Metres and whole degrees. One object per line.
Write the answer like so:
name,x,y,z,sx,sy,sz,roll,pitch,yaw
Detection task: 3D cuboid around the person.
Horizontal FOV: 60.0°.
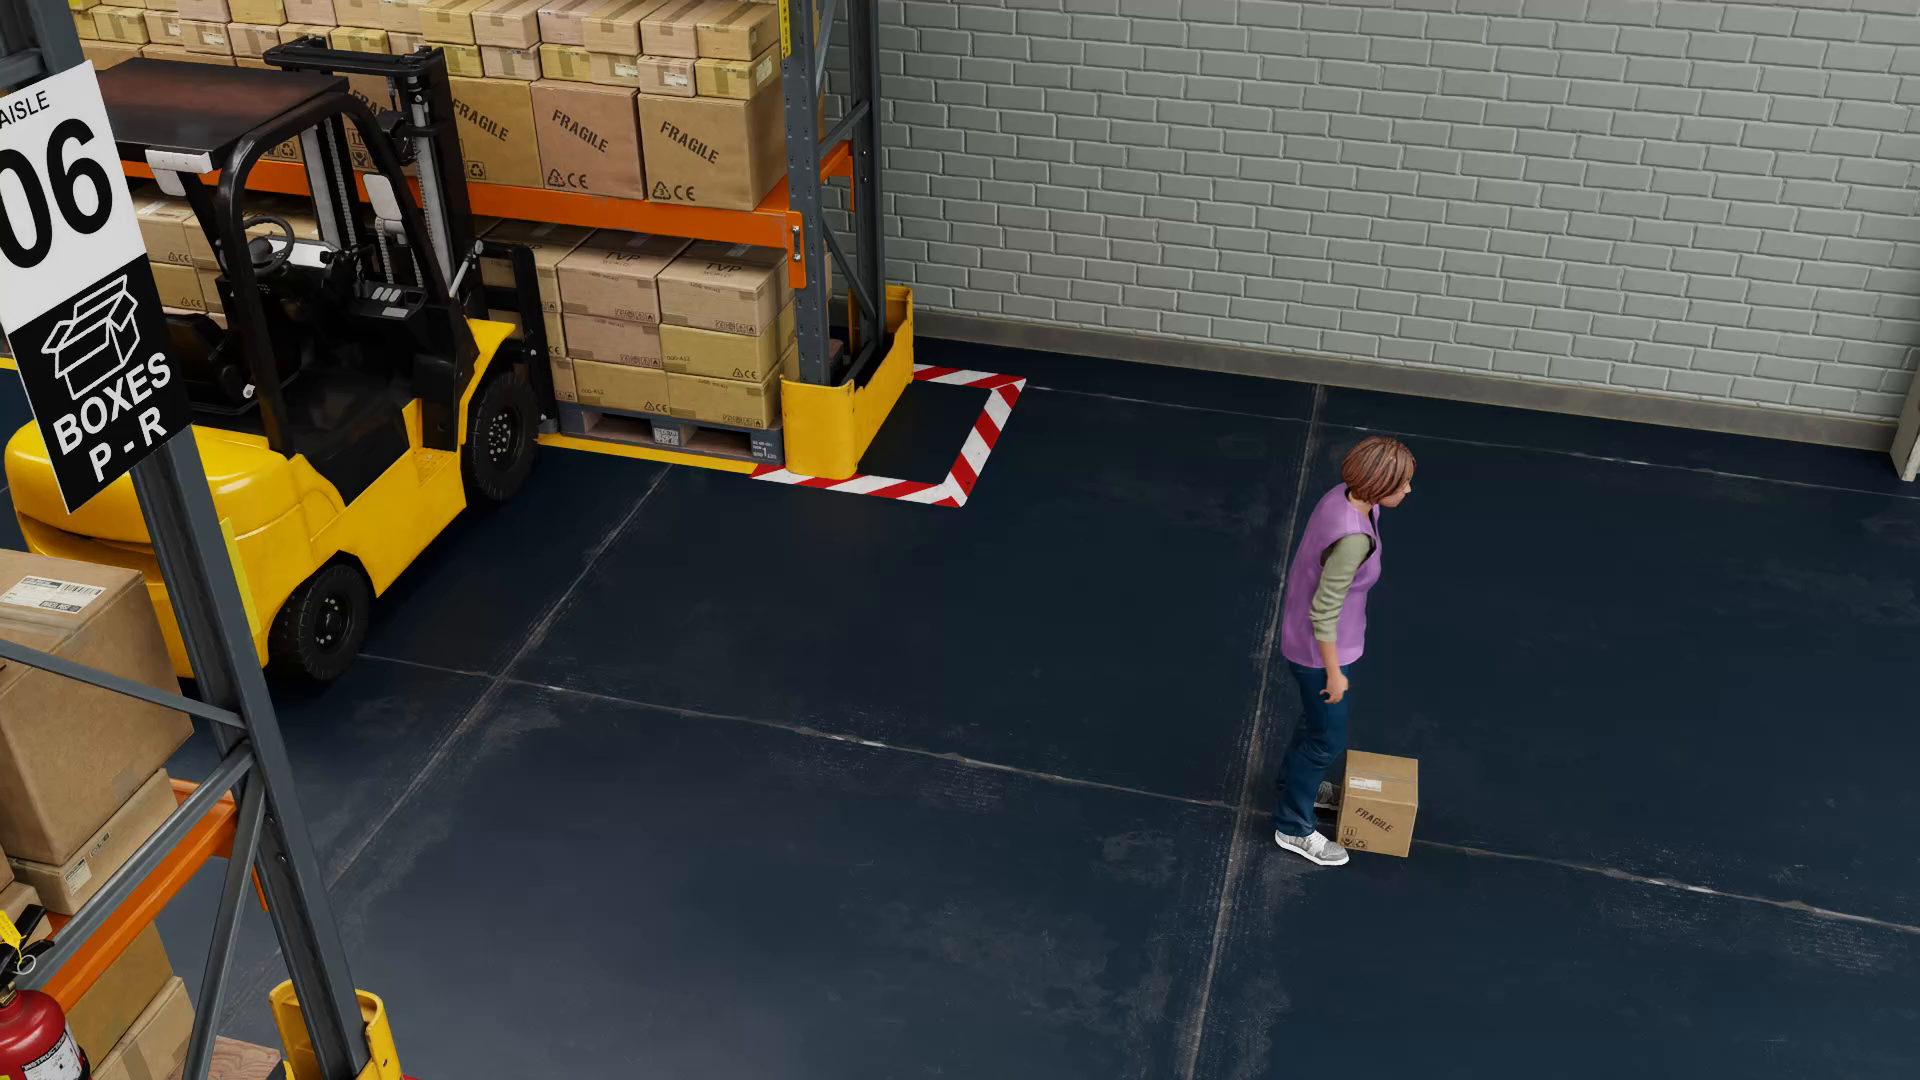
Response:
person,1.253,0.354,5.611,0.346,1.592,0.450,8,34,13
